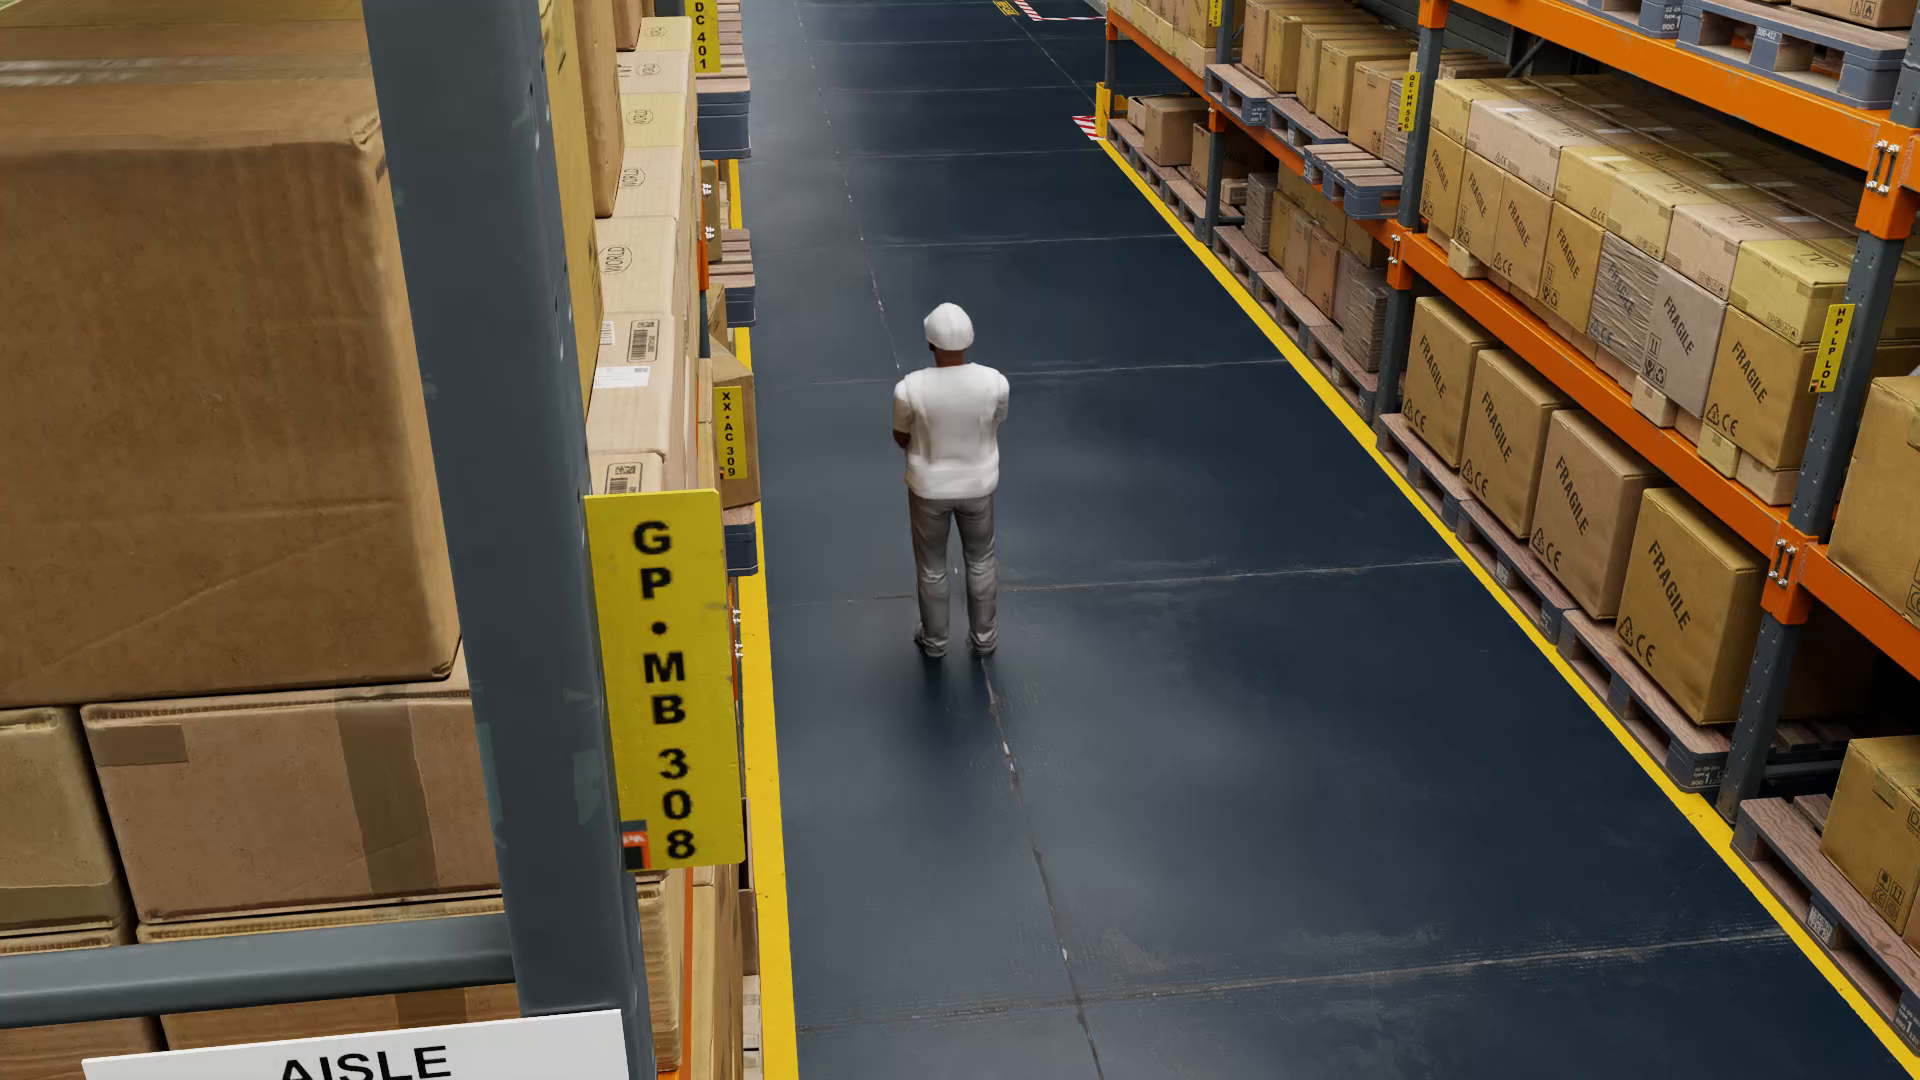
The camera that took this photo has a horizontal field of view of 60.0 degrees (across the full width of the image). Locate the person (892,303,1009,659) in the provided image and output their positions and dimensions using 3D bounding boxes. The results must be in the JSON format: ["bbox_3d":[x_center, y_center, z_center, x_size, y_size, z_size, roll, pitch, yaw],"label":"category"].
[{"bbox_3d":[-0.058,-0.290,7.656,0.520,1.771,0.566,-4,27,-8],"label":"person"}]
